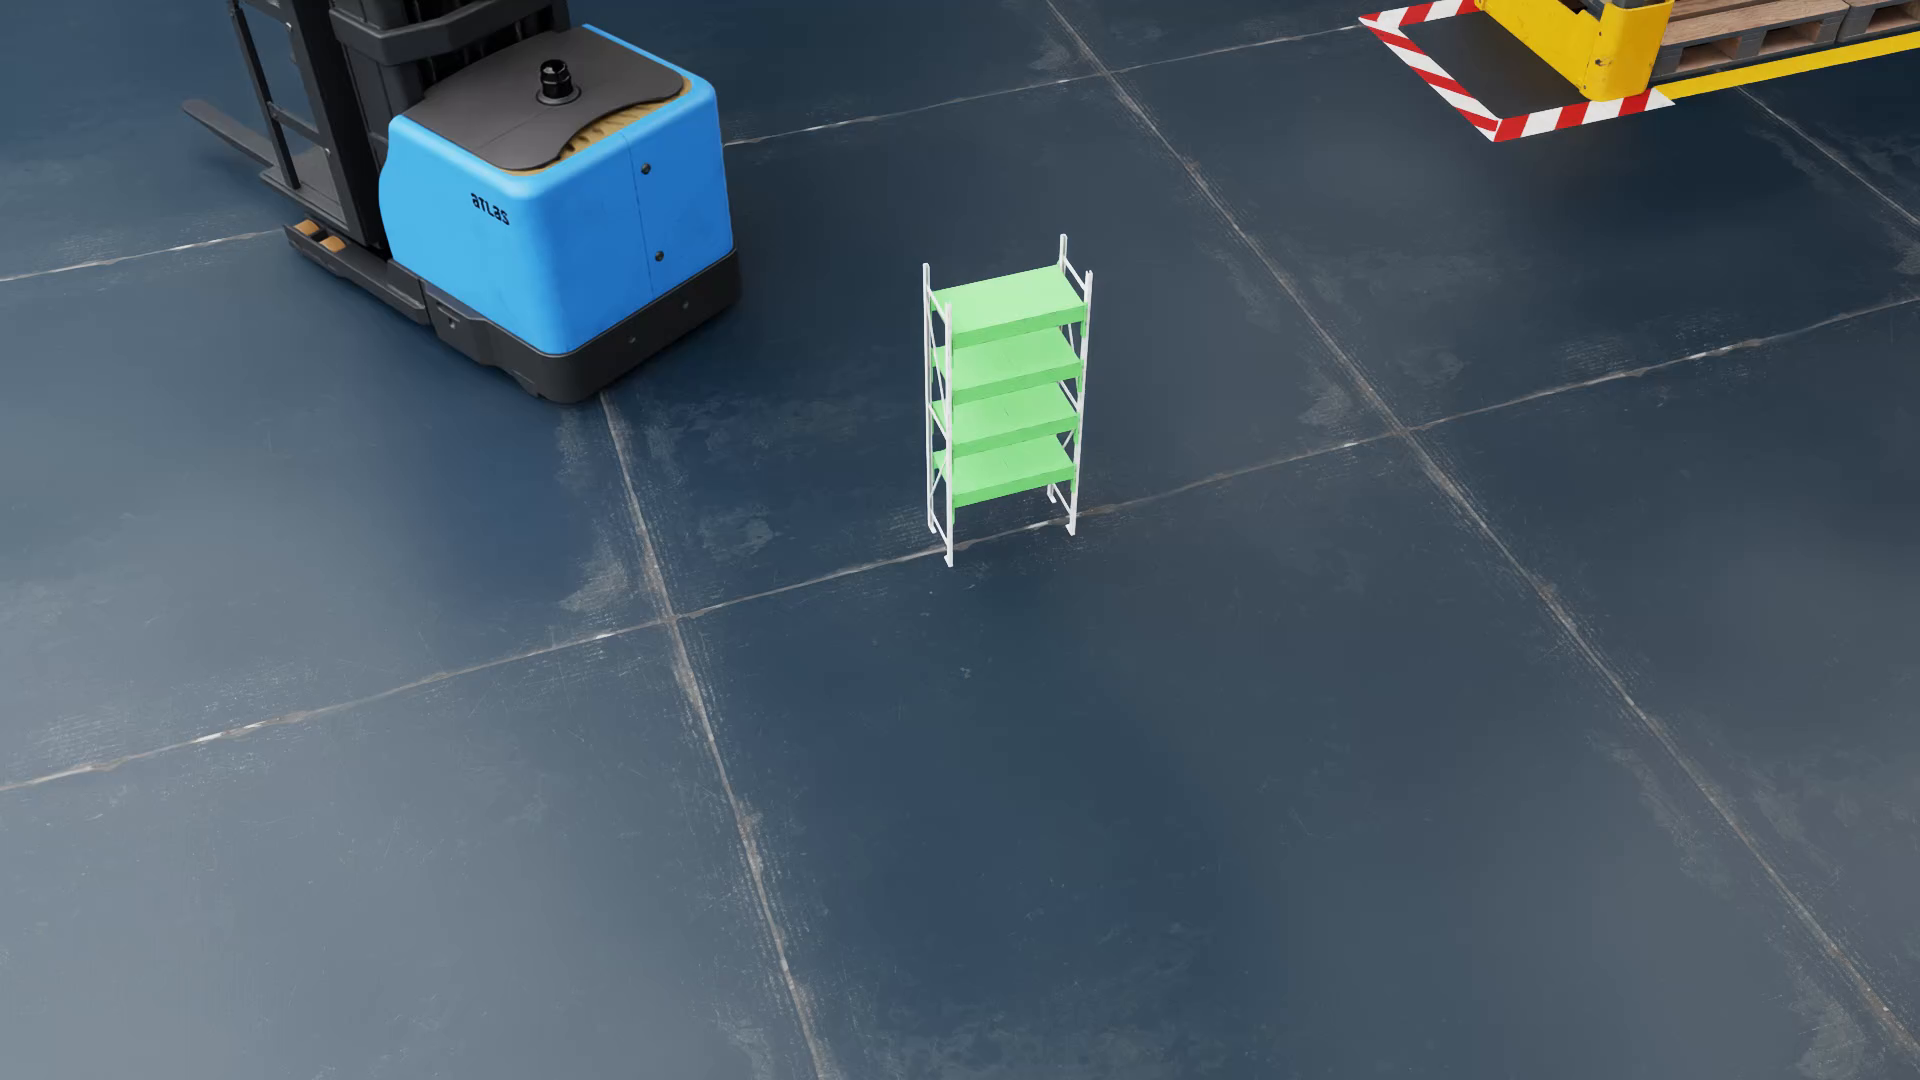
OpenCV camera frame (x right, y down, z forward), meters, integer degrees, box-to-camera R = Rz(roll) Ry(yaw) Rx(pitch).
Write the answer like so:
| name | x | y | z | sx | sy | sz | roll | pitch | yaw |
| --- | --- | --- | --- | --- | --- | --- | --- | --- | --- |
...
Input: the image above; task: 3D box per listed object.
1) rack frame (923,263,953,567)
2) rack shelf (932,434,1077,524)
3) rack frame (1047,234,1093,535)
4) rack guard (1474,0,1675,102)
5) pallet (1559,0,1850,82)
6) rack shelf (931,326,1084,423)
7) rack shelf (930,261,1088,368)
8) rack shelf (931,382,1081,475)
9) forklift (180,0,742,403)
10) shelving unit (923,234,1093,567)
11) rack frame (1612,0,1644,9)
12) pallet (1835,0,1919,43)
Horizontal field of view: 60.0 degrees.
| name | x | y | z | sx | sy | sz | roll | pitch | yaw |
| --- | --- | --- | --- | --- | --- | --- | --- | --- | --- |
| rack frame | -0.074 | -0.405 | 5.806 | 0.015 | 1.200 | 0.240 | -14 | 47 | -14 |
| rack shelf | 0.156 | -0.249 | 6.080 | 0.480 | 0.148 | 0.258 | -14 | 47 | -14 |
| rack frame | 0.385 | -0.522 | 5.923 | 0.015 | 1.200 | 0.240 | -14 | 47 | -14 |
| rack guard | 3.190 | -2.828 | 8.715 | 0.348 | 0.500 | 1.175 | -14 | 47 | -14 |
| pallet | 3.956 | -2.918 | 9.009 | 1.213 | 0.211 | 1.003 | -14 | 47 | -14 |
| rack shelf | 0.156 | -0.588 | 5.740 | 0.480 | 0.148 | 0.258 | -14 | 47 | -14 |
| rack shelf | 0.156 | -0.757 | 5.570 | 0.480 | 0.148 | 0.258 | -14 | 47 | -14 |
| rack shelf | 0.156 | -0.418 | 5.910 | 0.480 | 0.148 | 0.258 | -14 | 47 | -14 |
| forklift | -2.398 | -2.478 | 6.651 | 3.031 | 2.935 | 1.130 | 31 | 53 | 27 |
| shelving unit | 0.156 | -0.463 | 5.865 | 0.503 | 1.200 | 0.258 | -14 | 47 | -14 |
| rack frame | 3.135 | -3.660 | 7.780 | 0.127 | 3.000 | 1.000 | -14 | 47 | -14 |
| pallet | 5.102 | -3.208 | 9.299 | 1.213 | 0.211 | 1.003 | -14 | 47 | -14 |
